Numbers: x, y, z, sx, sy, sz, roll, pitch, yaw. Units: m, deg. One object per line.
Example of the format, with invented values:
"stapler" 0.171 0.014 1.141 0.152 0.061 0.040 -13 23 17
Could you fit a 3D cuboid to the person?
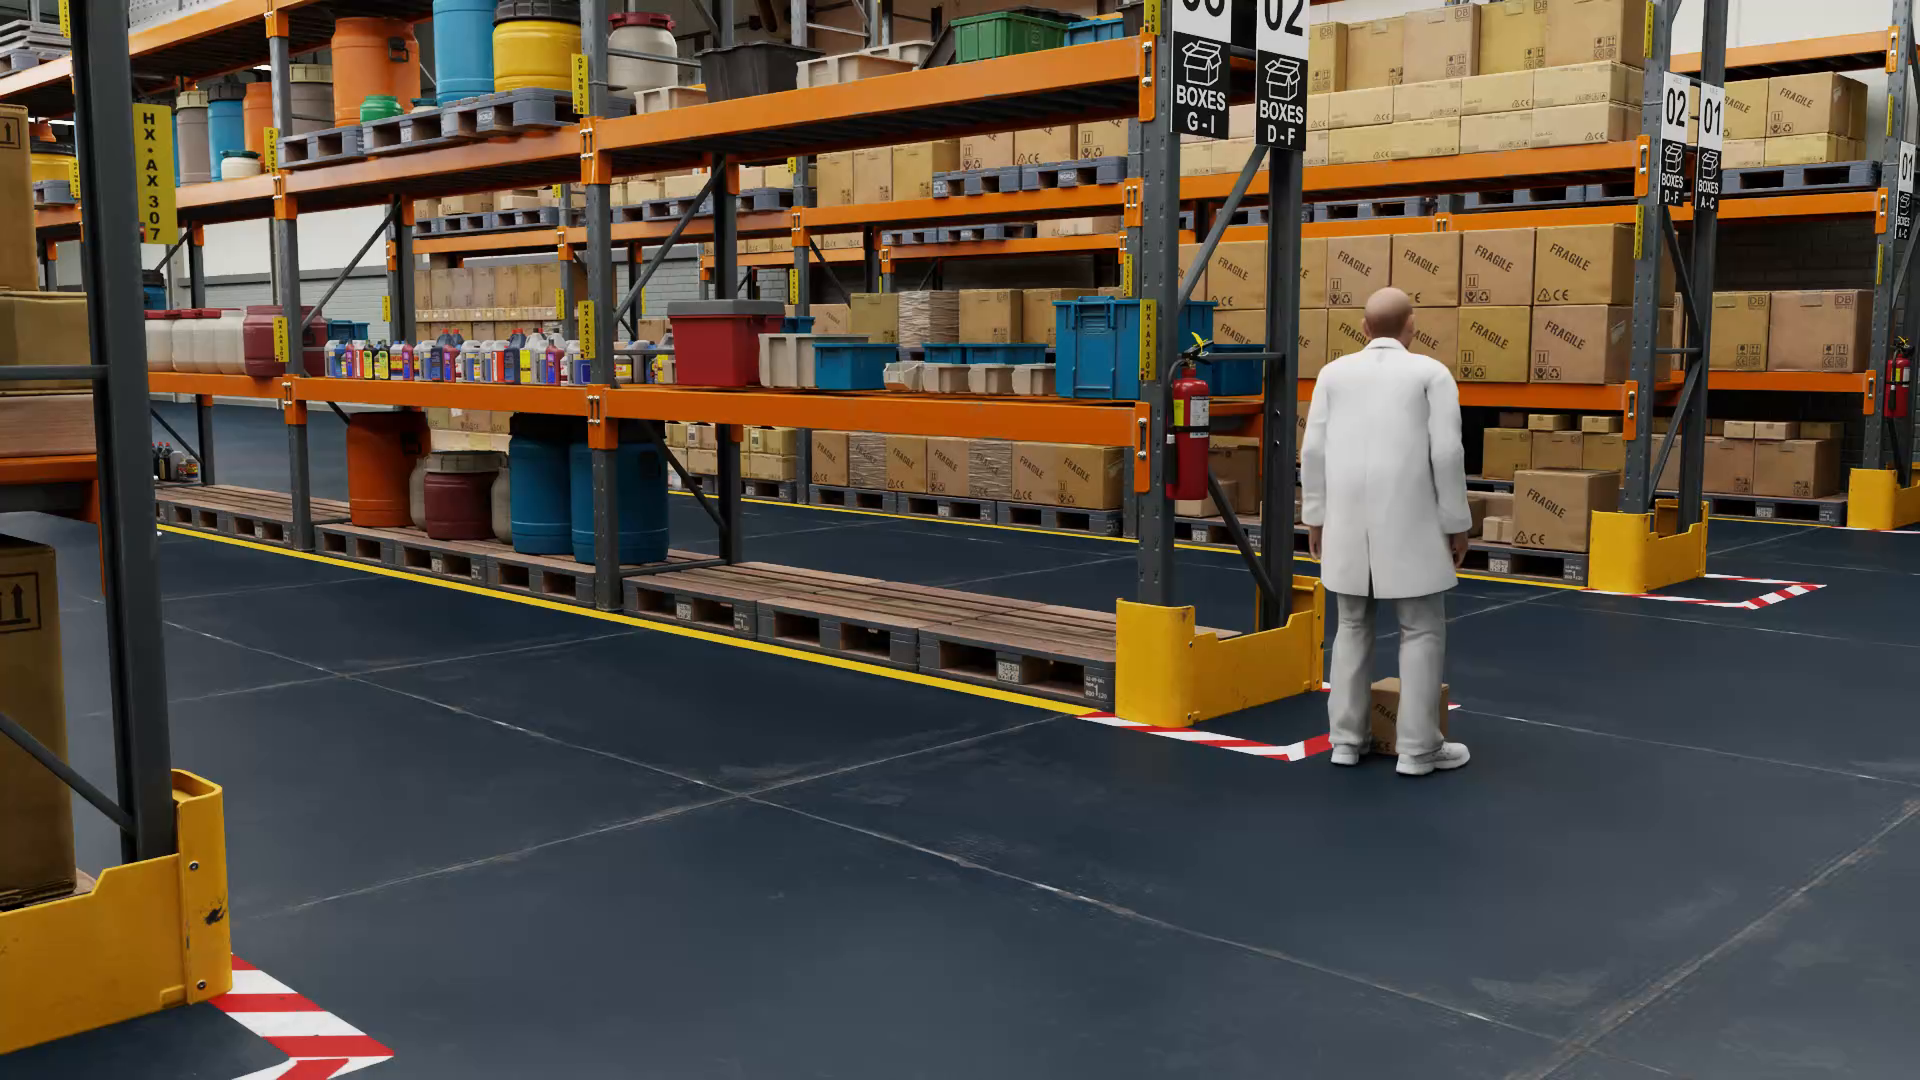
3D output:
"person" 1.574 -0.043 6.175 0.647 1.772 0.429 5 8 34
